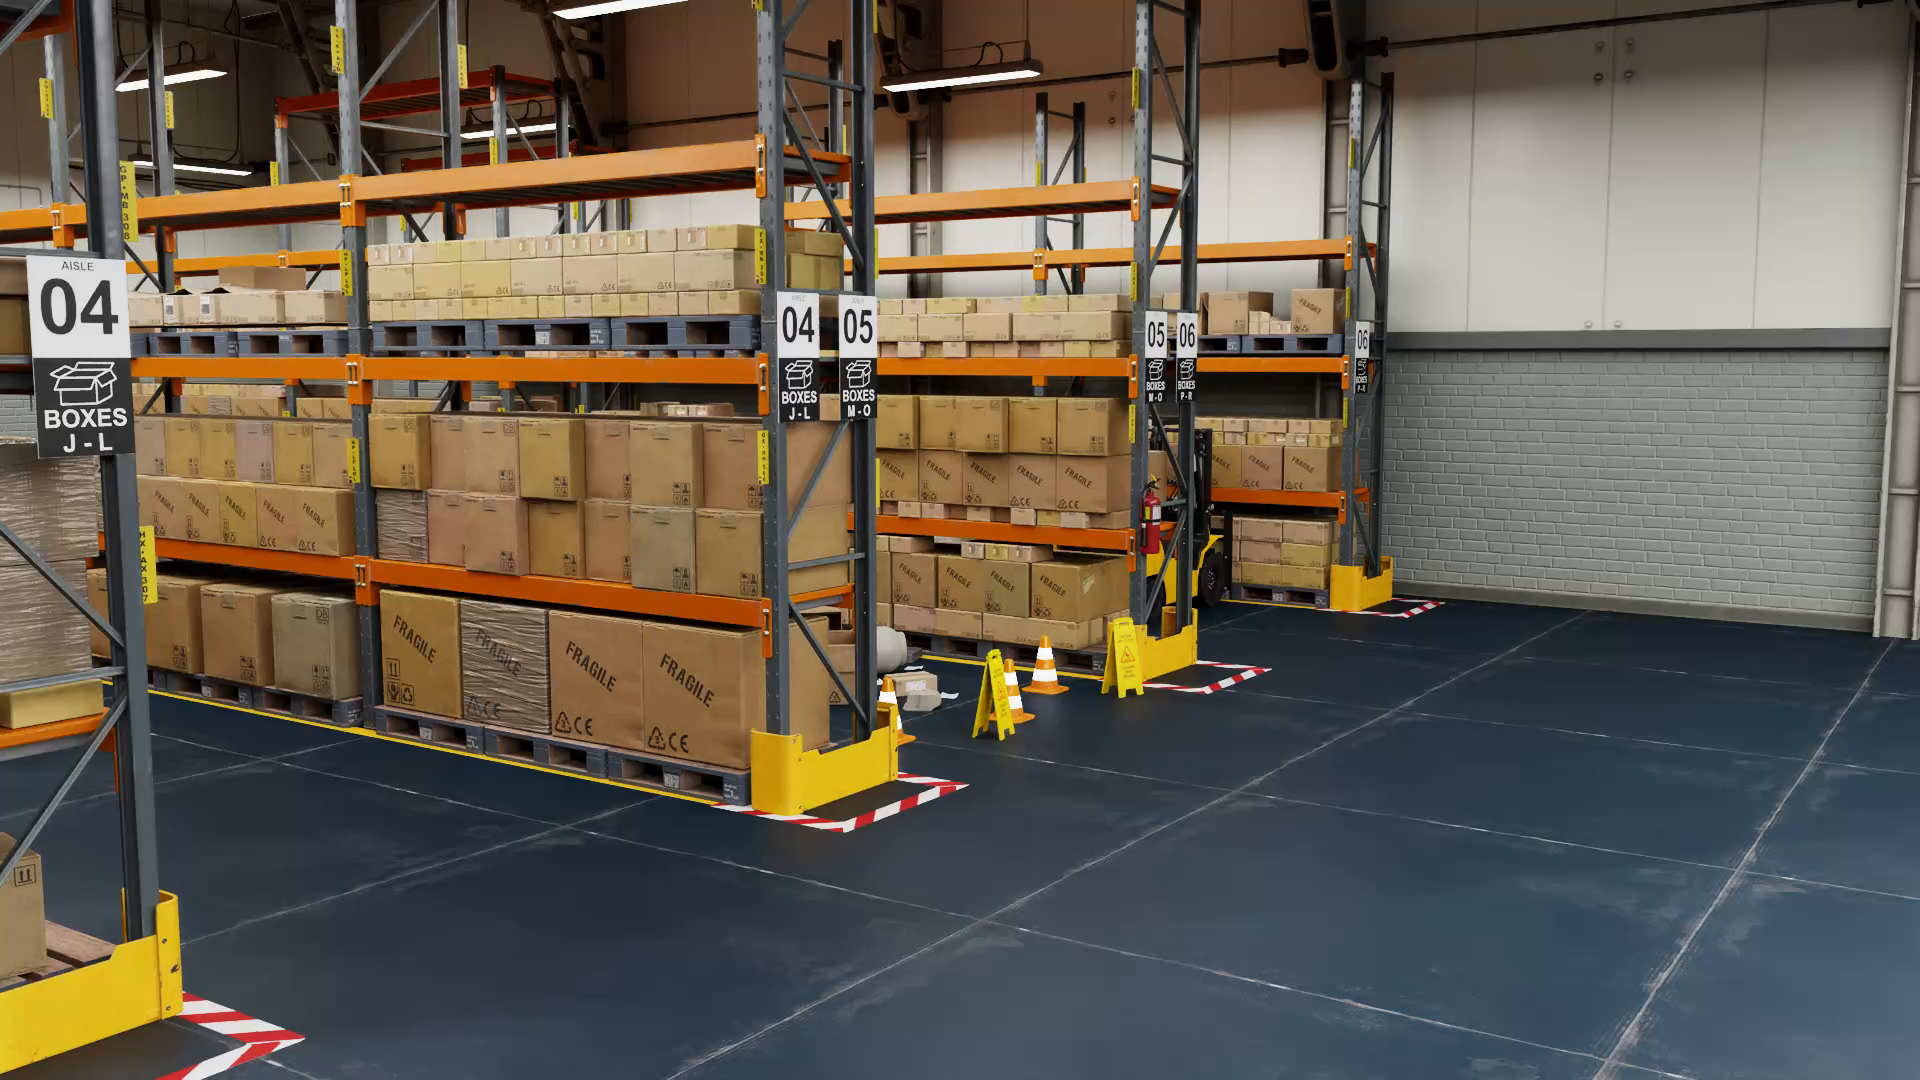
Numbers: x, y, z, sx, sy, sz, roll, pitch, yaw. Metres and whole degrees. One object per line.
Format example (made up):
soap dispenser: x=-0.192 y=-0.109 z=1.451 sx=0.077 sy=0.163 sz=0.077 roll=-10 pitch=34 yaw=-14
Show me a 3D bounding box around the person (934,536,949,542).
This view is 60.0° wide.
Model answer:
person: x=-0.361 y=-0.179 z=19.253 sx=0.556 sy=1.763 sz=0.494 roll=4 pitch=8 yaw=34
